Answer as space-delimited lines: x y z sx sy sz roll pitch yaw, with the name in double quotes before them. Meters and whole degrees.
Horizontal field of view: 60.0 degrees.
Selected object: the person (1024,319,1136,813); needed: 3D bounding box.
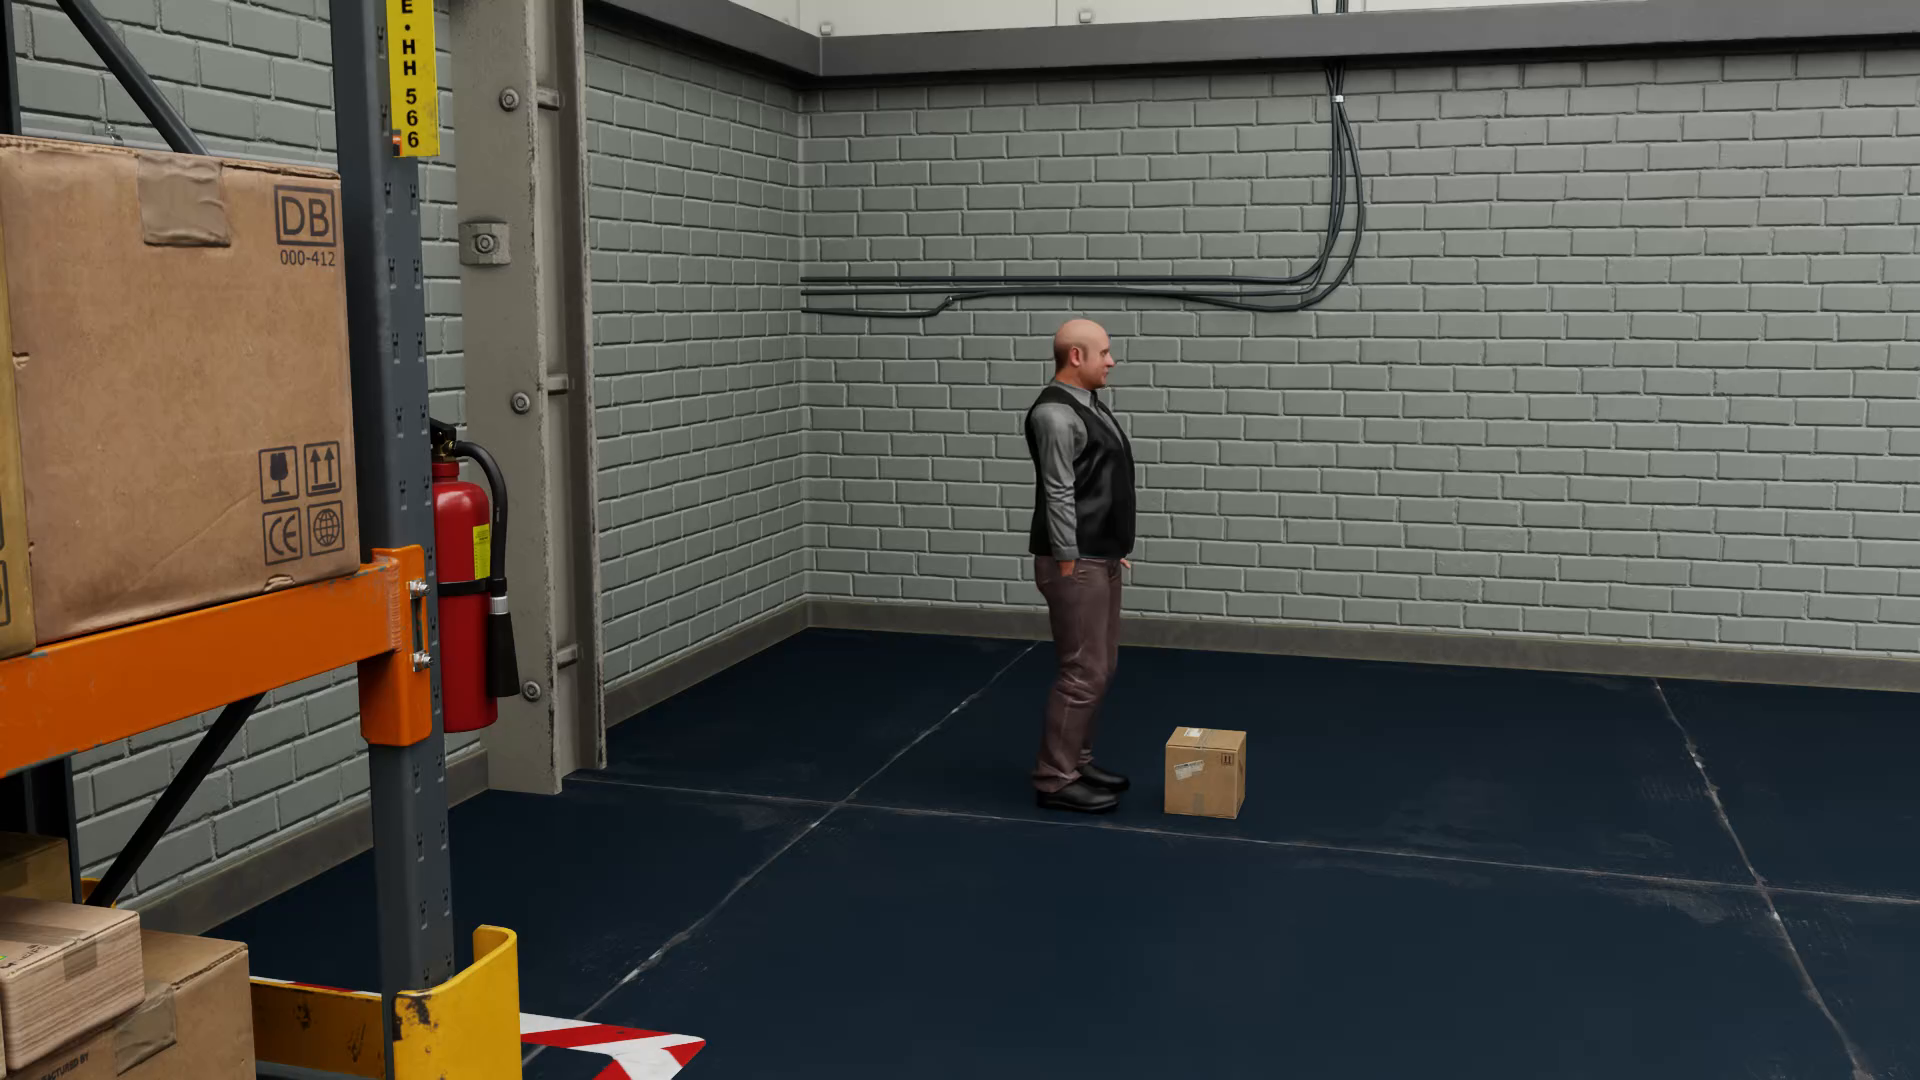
"person" 0.436 0.079 5.913 0.360 1.716 0.533 3 9 17
